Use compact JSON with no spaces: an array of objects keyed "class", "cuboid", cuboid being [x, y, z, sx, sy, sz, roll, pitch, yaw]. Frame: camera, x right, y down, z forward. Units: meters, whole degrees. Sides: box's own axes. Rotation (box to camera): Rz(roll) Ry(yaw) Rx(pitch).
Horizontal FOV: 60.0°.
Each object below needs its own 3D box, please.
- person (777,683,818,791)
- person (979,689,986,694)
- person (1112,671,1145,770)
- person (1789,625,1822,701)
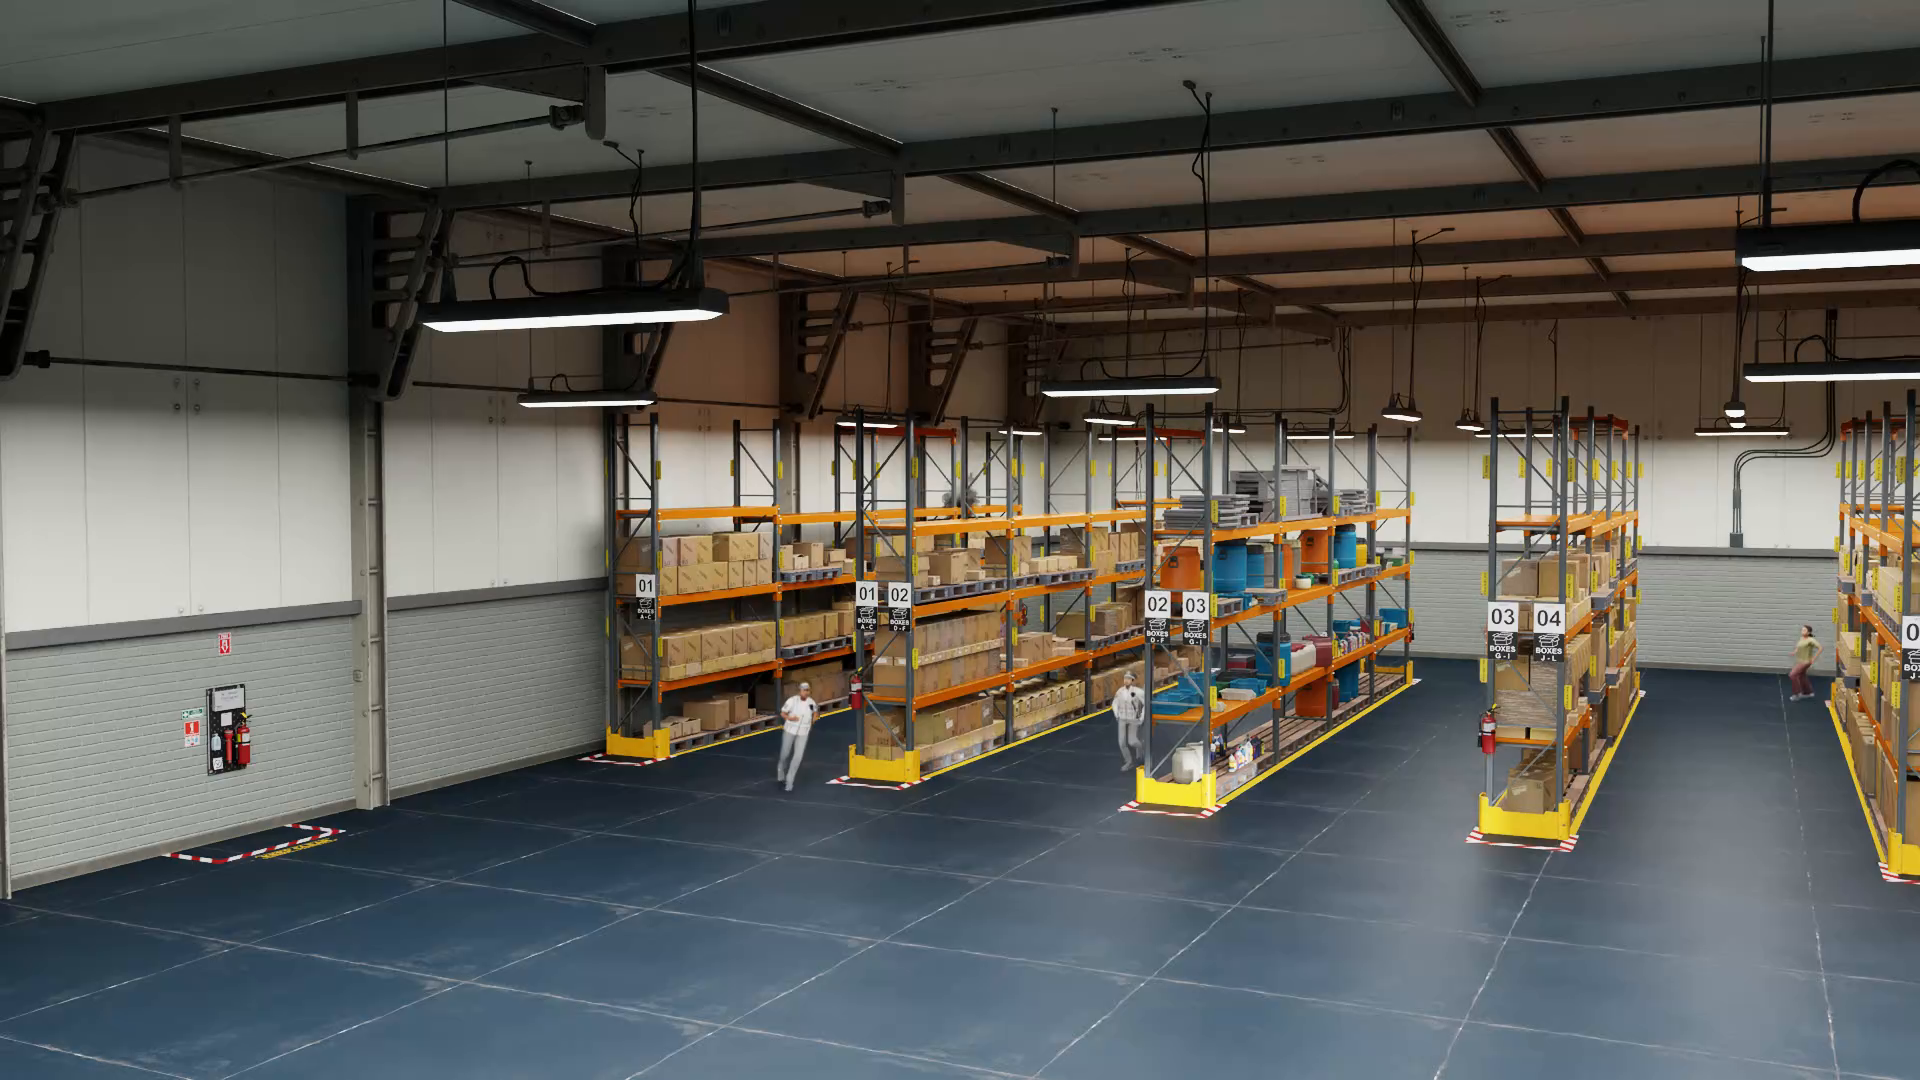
[{"class":"person","cuboid":[-2.558,3.078,26.362,0.644,1.653,0.887,0,2,-11]},{"class":"person","cuboid":[0.486,2.662,36.065,0.568,1.587,0.852,1,2,15]},{"class":"person","cuboid":[2.840,3.015,27.865,0.652,1.662,0.580,1,3,26]},{"class":"person","cuboid":[18.306,2.671,36.036,0.676,1.667,0.635,0,2,-1]}]
